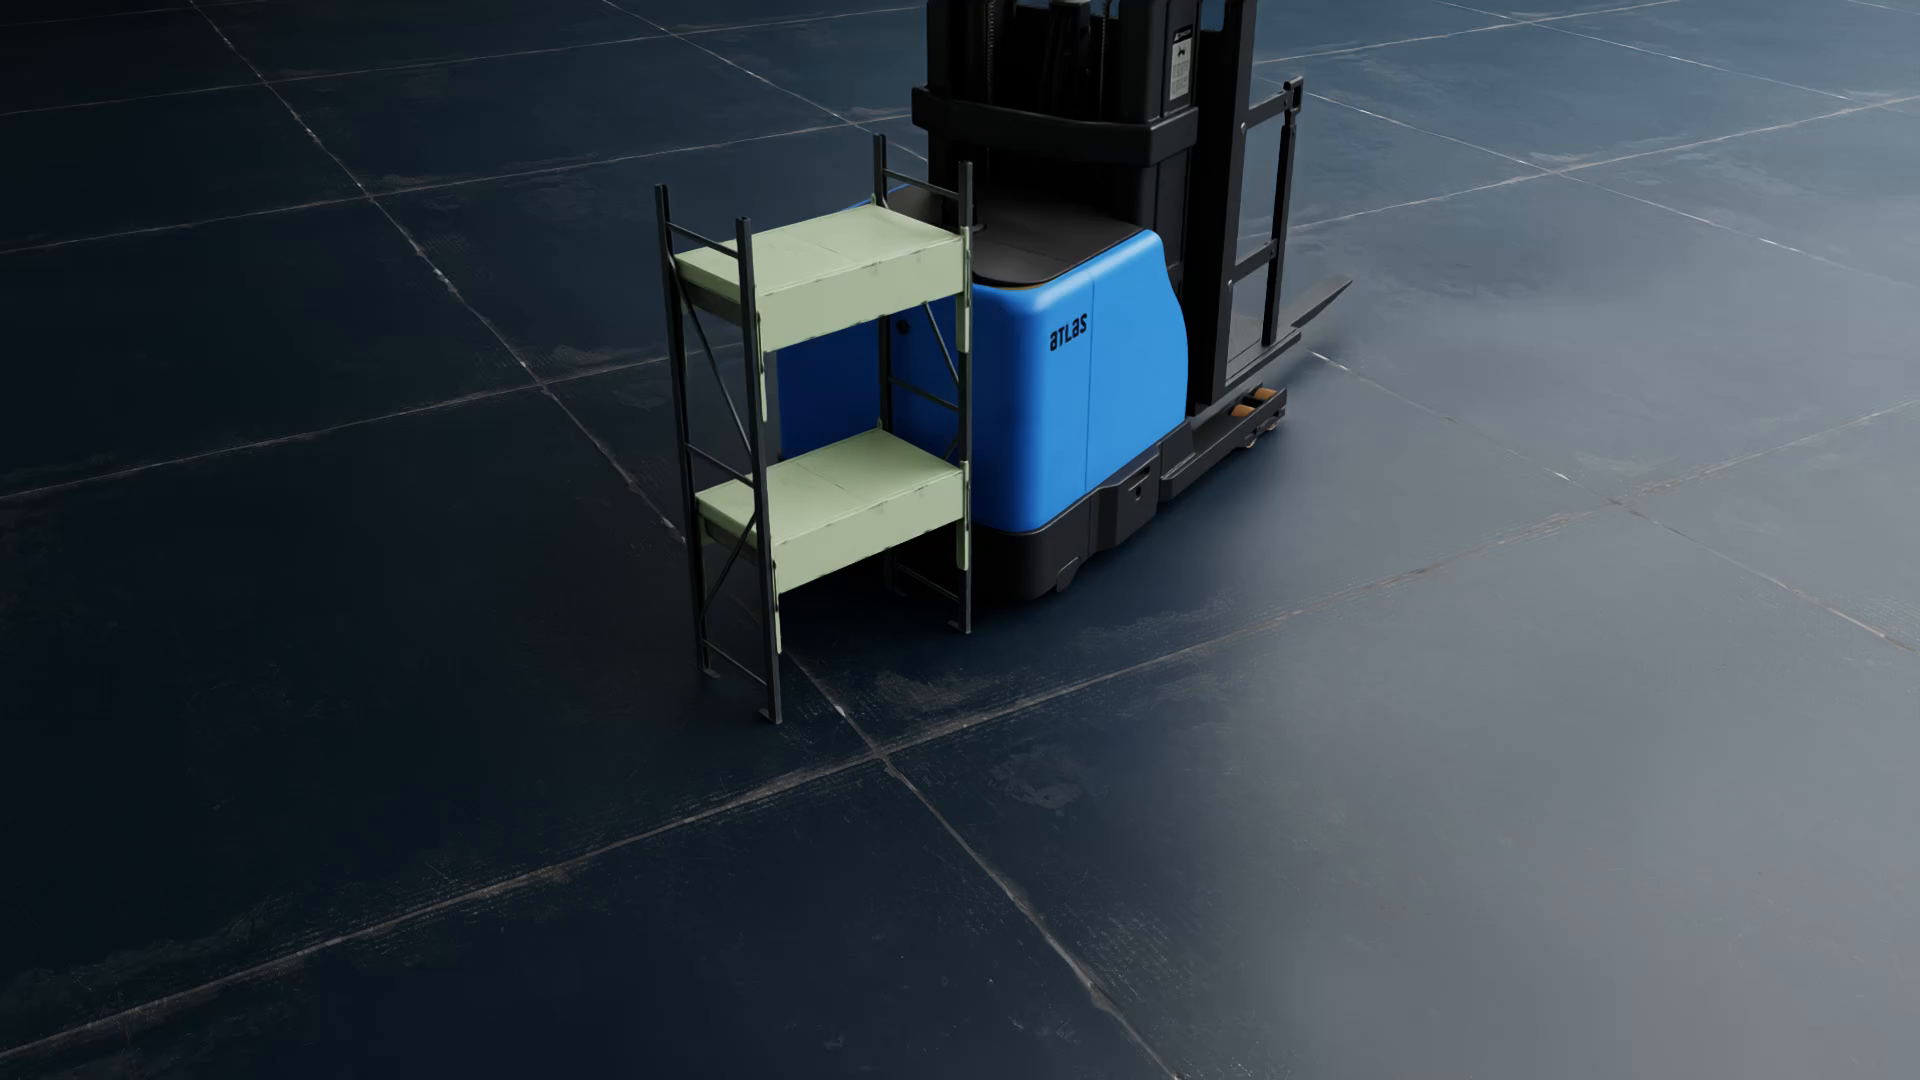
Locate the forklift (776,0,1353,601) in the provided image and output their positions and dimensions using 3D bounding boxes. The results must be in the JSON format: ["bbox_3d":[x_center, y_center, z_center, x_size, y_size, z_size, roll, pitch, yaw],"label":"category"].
[{"bbox_3d":[0.627,-1.753,5.892,1.130,2.935,3.031,18,34,30],"label":"forklift"}]

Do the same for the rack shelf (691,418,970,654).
[{"bbox_3d":[-0.380,-0.030,4.926,0.720,0.370,0.431,-23,36,-36],"label":"rack shelf"}]

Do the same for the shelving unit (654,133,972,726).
[{"bbox_3d":[-0.380,-0.315,4.769,0.755,1.500,0.431,-23,36,-36],"label":"shelving unit"}]

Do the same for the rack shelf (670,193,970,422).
[{"bbox_3d":[-0.380,-0.657,4.580,0.720,0.370,0.431,-23,36,-36],"label":"rack shelf"}]

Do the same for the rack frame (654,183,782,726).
[{"bbox_3d":[-0.654,-0.197,4.555,0.023,1.500,0.400,-23,36,-36],"label":"rack frame"}]

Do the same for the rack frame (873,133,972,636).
[{"bbox_3d":[-0.107,-0.433,4.982,0.023,1.500,0.400,-23,36,-36],"label":"rack frame"}]
